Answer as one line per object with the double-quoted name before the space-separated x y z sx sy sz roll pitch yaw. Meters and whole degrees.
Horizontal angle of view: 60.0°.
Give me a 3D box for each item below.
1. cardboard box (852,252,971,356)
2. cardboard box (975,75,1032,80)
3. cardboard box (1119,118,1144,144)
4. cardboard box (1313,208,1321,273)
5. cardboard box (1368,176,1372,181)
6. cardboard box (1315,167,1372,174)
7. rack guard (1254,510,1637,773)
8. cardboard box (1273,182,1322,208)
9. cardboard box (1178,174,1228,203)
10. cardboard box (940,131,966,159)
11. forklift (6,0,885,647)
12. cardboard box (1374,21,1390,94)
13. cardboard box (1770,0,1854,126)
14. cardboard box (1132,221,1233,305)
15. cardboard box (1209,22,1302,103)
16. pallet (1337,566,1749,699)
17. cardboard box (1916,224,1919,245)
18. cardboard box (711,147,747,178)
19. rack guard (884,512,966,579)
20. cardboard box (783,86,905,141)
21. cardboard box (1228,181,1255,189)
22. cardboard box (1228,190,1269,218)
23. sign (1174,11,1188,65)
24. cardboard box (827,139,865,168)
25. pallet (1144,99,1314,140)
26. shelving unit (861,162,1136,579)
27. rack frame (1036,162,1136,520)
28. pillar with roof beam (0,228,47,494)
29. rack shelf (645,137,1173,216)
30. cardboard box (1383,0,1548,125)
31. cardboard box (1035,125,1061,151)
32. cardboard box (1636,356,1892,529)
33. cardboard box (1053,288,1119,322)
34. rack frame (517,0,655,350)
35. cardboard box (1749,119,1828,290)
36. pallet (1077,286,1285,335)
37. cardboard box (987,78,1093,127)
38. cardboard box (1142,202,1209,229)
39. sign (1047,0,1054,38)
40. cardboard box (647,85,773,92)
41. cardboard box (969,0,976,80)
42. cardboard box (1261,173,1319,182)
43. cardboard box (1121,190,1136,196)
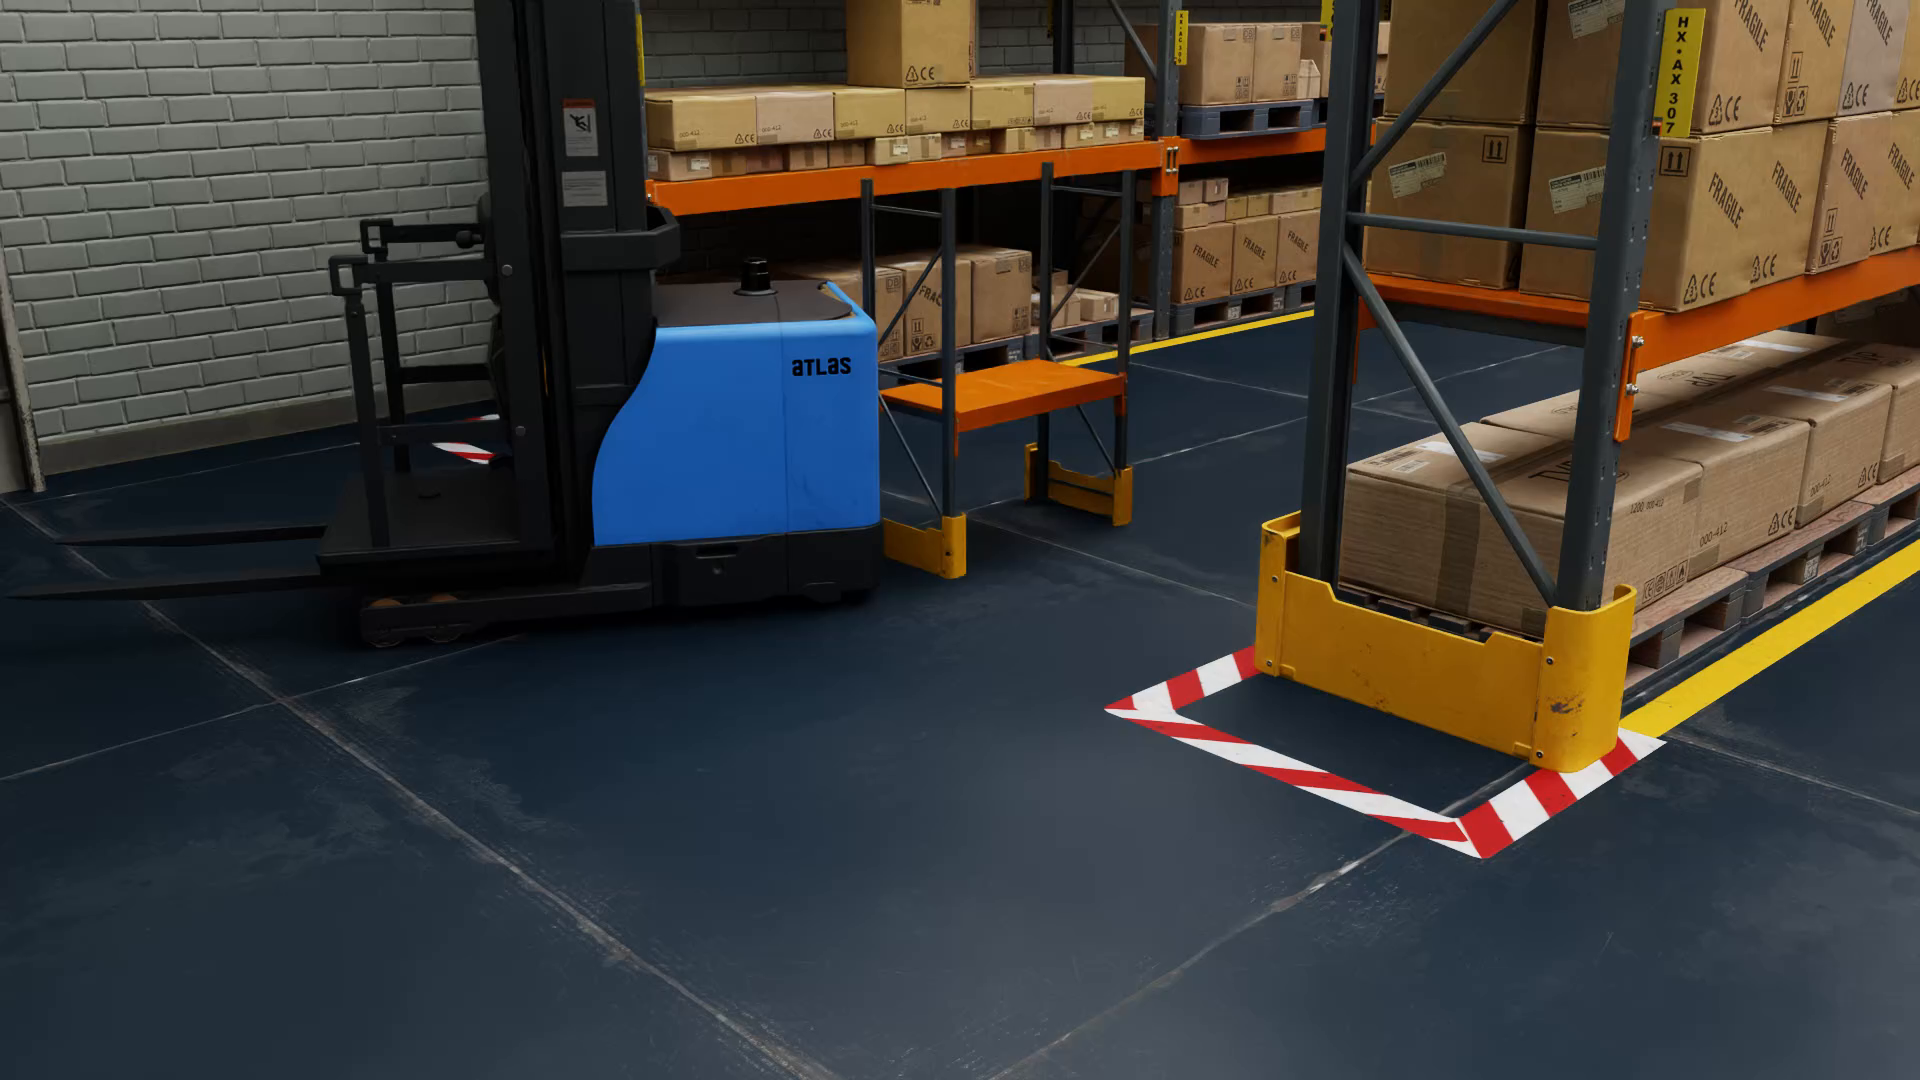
"cardboard box" -0.286 -1.400 9.810 0.500 0.500 0.500 -16 24 -40
"cardboard box" 0.105 -2.784 10.468 0.500 0.250 0.500 -17 24 -41
"cardboard box" 0.952 -2.622 10.617 0.250 0.149 0.380 -16 24 -40
"cardboard box" 2.643 -2.257 12.455 0.500 0.500 0.500 17 24 42
"cardboard box" 3.110 -2.715 12.815 0.250 0.149 0.380 -15 23 -39
"cardboard box" 3.112 -2.942 13.515 0.250 0.149 0.380 -15 23 -39
"rack guard" 1.499 0.287 5.288 0.348 0.500 1.175 -16 24 -41
"cardboard box" 2.535 -2.556 12.325 0.250 0.149 0.380 -16 24 -41
"cardboard box" 1.609 -2.409 11.389 0.380 0.149 0.250 16 24 41
"cardboard box" -0.182 -2.299 9.620 0.250 0.149 0.380 -16 24 -41
"forklift" -1.857 -1.197 5.925 3.031 2.935 1.130 -4 18 -13
"cardboard box" 2.857 -3.575 12.300 0.637 0.503 0.797 -17 25 -42
"cardboard box" 2.432 -1.579 5.208 0.500 0.500 0.500 -17 25 -42
"cardboard box" 1.516 -1.929 11.442 0.500 0.500 0.500 -15 23 -38
"cardboard box" 1.891 -3.275 11.381 0.500 0.500 0.700 -16 24 -40
"pallet" 2.044 0.233 5.925 1.213 0.211 1.003 -16 24 -41
"cardboard box" 3.536 -1.426 6.358 0.500 0.500 0.500 -17 24 -42
"cardboard box" -1.316 -1.971 8.609 0.250 0.149 0.380 -15 24 -39
"rack guard" -0.200 -0.037 6.694 0.087 0.250 0.587 -17 24 -41
"cardboard box" -0.650 -2.339 9.097 0.500 0.250 0.500 -17 24 -42
"cardboard box" 1.990 -2.612 12.497 0.250 0.149 0.380 -16 24 -40
"cardboard box" 1.970 -2.396 11.831 0.250 0.149 0.380 -17 24 -42
"sign" 1.388 -3.158 10.457 0.005 0.325 0.100 -16 24 -41
"cardboard box" -0.734 -2.132 9.105 0.250 0.149 0.380 -16 24 -40
"pallet" 1.666 -2.920 11.437 1.213 0.211 1.003 -16 24 -41
"shelving unit" 0.159 -0.738 6.830 1.083 1.500 0.587 -17 24 -41
"rack frame" 0.532 -0.849 7.171 0.032 1.500 0.500 -17 24 -41
"pillar with roof beam" -1.517 -3.538 3.307 0.400 9.000 9.100 -16 24 -41
"rack shelf" -0.443 -2.100 9.765 4.000 0.370 1.077 -16 24 -41
"cardboard box" 1.703 -1.586 5.228 0.500 0.500 0.500 -15 23 -39
"cardboard box" 0.396 -2.452 10.092 0.250 0.149 0.380 -15 24 -39
"cardboard box" 3.243 -0.437 6.941 0.875 0.438 0.875 17 25 42
"cardboard box" 0.807 -1.526 10.769 0.380 0.149 0.250 17 25 42
"rack frame" -1.897 -2.018 8.347 0.127 3.000 1.000 -16 24 -41
"cardboard box" 2.411 -1.105 5.368 0.500 0.500 0.500 -17 24 -42
"pallet" 1.575 -1.720 11.949 1.213 0.211 1.003 -16 24 -41
"cardboard box" 0.454 -2.664 10.099 0.500 0.250 0.500 -16 24 -41
"cardboard box" 1.453 -2.202 11.232 0.250 0.149 0.380 -15 23 -38
"sign" 0.626 -3.540 11.163 0.005 0.325 0.100 -16 24 -41
"cardboard box" -1.369 -2.355 9.144 0.500 0.250 0.500 -16 24 -41
"cardboard box" -0.255 -3.037 10.033 0.500 0.500 0.500 -17 25 -42
"cardboard box" 2.568 -2.768 12.980 0.250 0.149 0.380 -17 24 -42
"cardboard box" 1.267 -2.385 11.797 0.250 0.149 0.380 -16 24 -41
